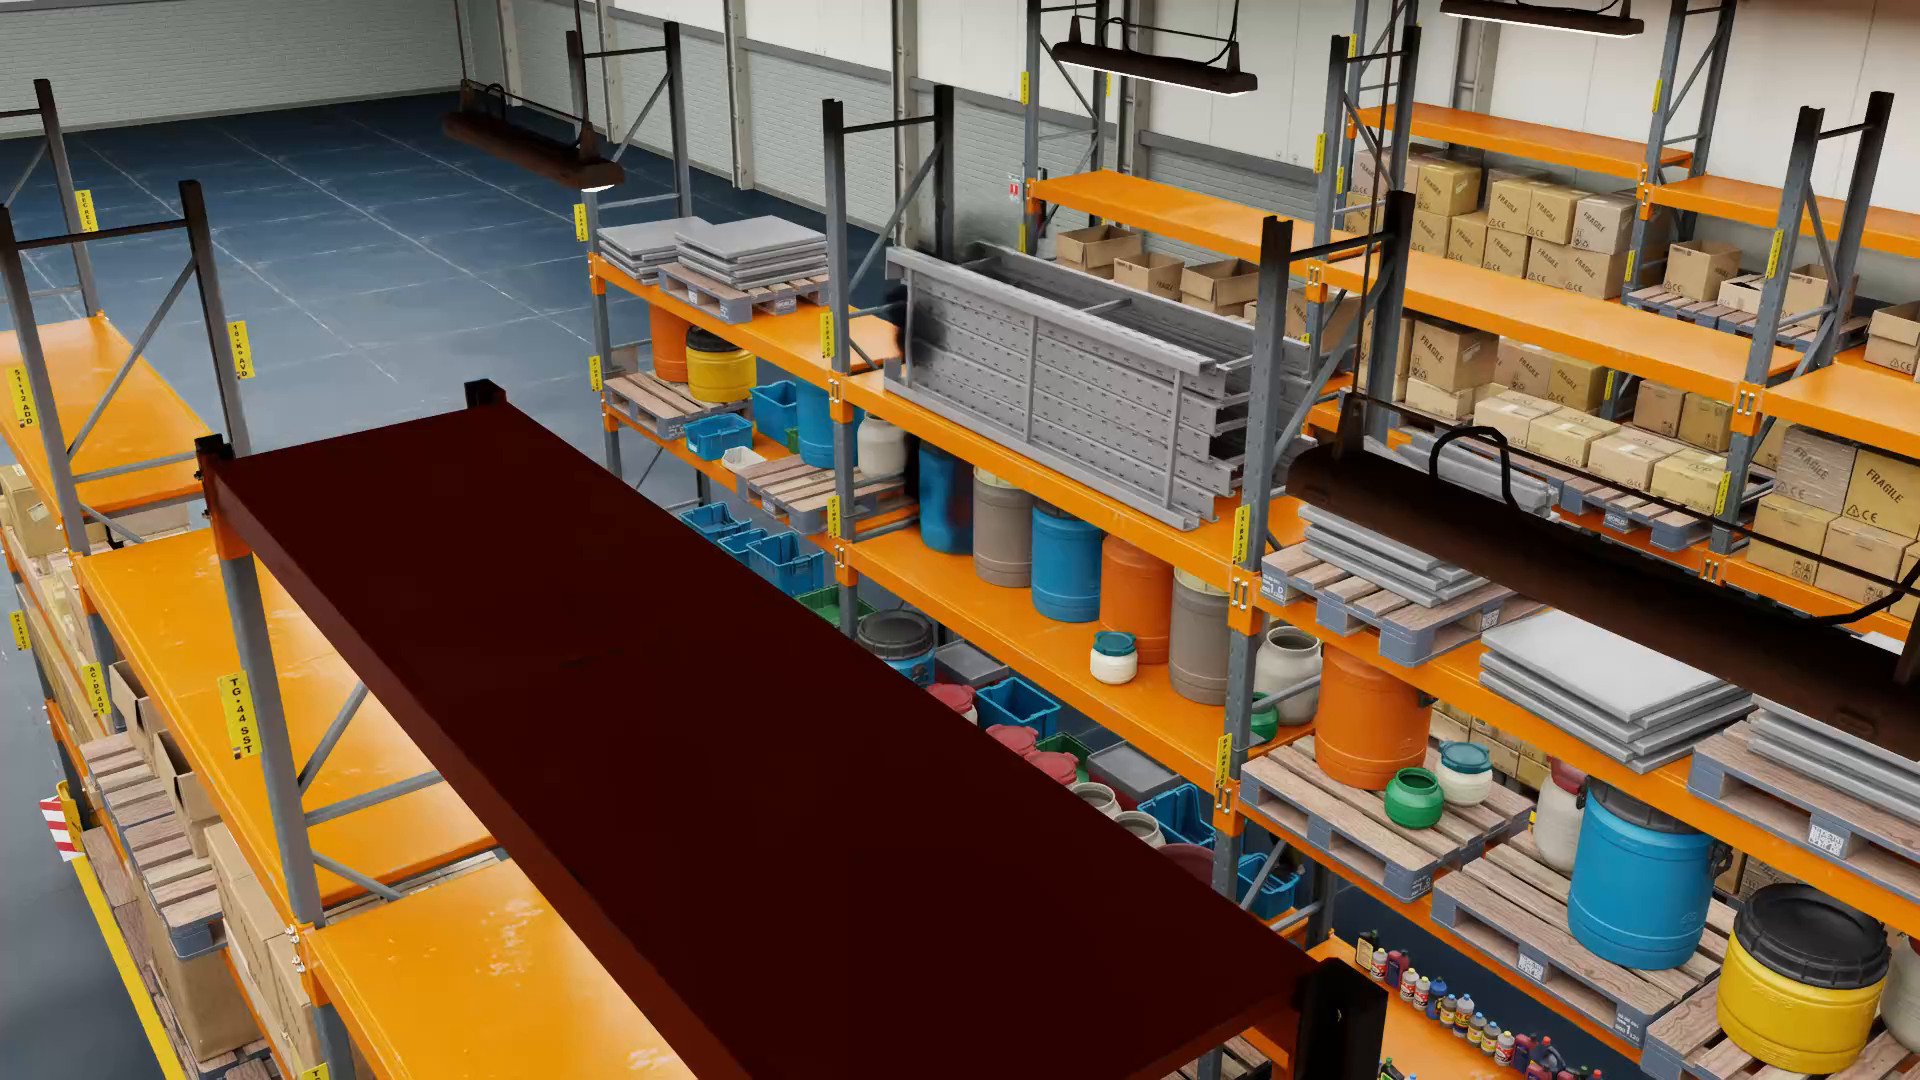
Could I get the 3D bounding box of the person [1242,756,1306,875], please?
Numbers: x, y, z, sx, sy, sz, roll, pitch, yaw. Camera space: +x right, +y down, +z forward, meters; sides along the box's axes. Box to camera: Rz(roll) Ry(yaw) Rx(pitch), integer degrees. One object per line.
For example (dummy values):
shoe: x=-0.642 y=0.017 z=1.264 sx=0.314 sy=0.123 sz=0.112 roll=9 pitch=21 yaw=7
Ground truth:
person: x=2.347 y=1.919 z=12.922 sx=0.850 sy=1.638 sz=0.692 roll=23 pitch=33 yaw=40
